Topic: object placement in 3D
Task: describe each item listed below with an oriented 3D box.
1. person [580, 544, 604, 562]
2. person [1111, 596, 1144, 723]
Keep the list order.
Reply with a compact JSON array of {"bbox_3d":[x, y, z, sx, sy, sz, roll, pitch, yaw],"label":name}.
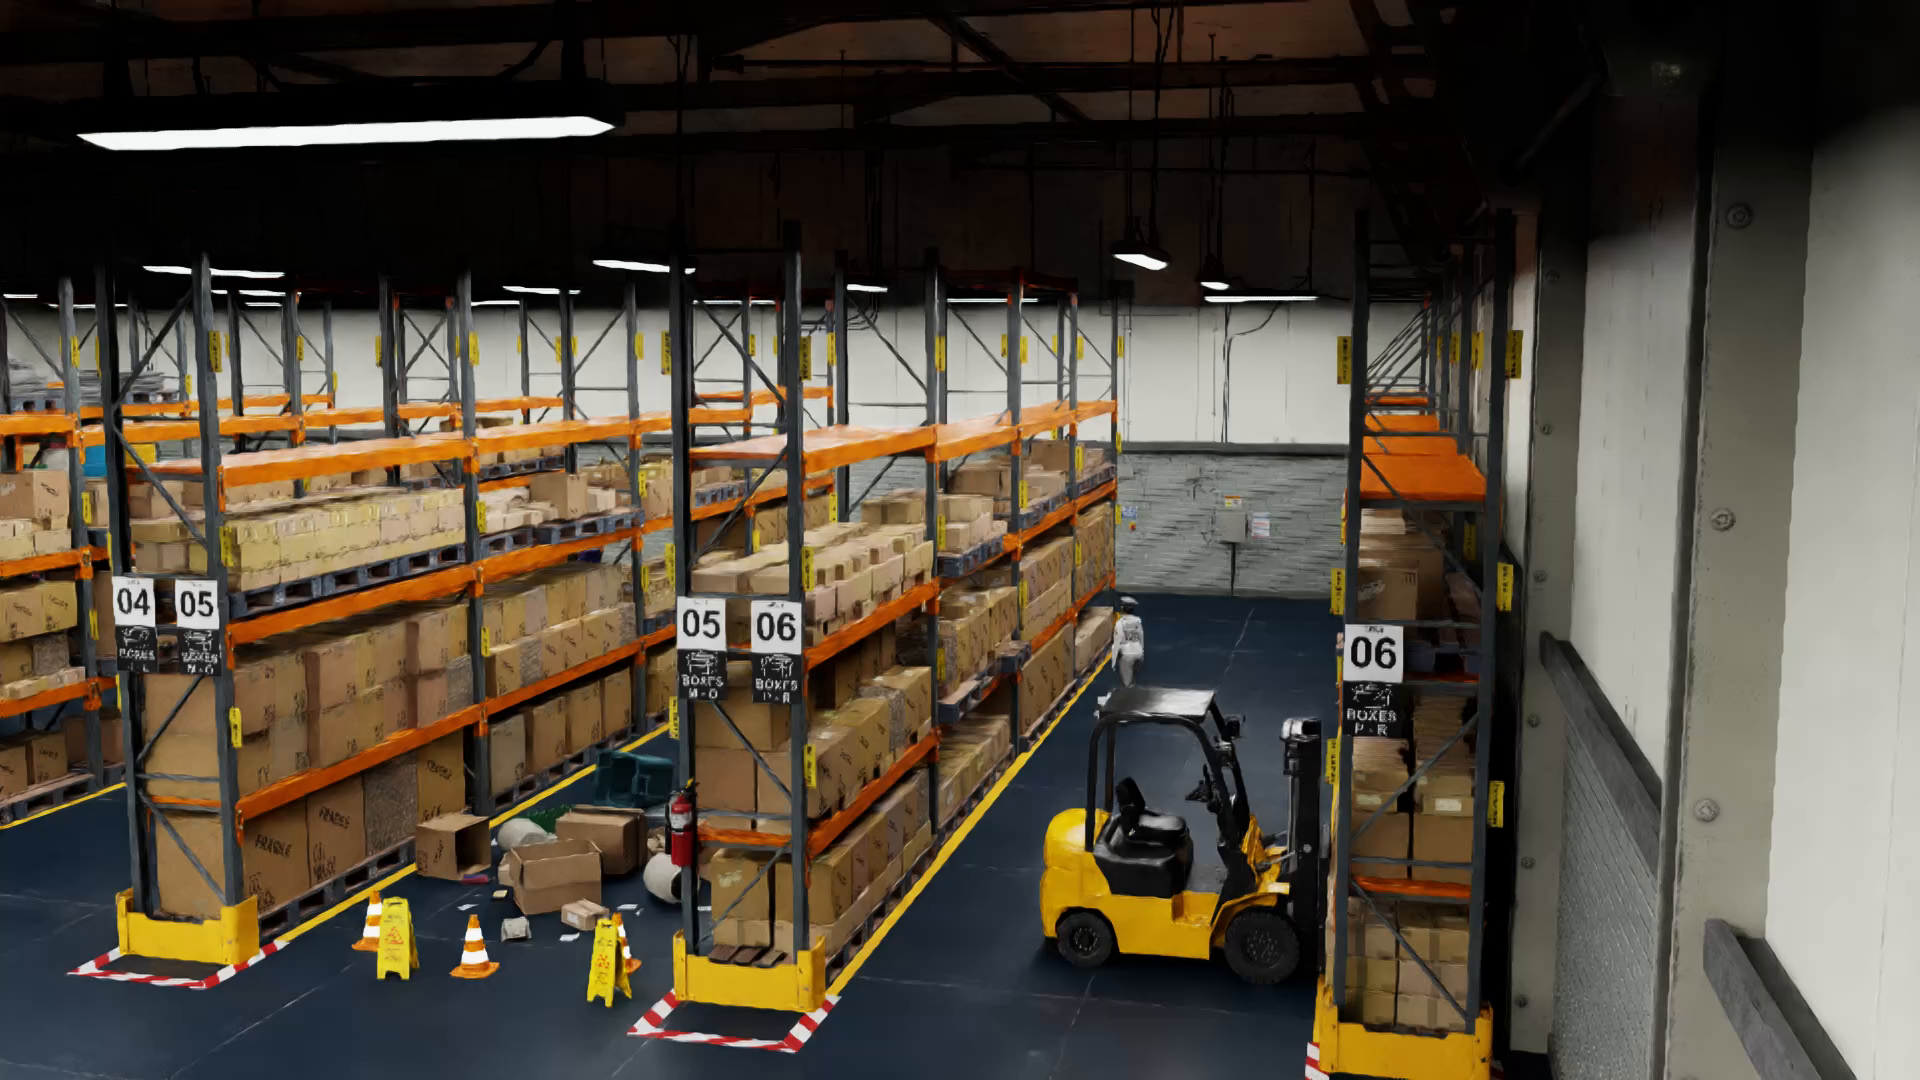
[{"bbox_3d":[-7.390,0.320,33.143,0.560,1.642,0.520,-3,8,-23],"label":"person"},{"bbox_3d":[2.251,1.592,22.460,0.573,1.667,0.544,-7,10,-43],"label":"person"}]
